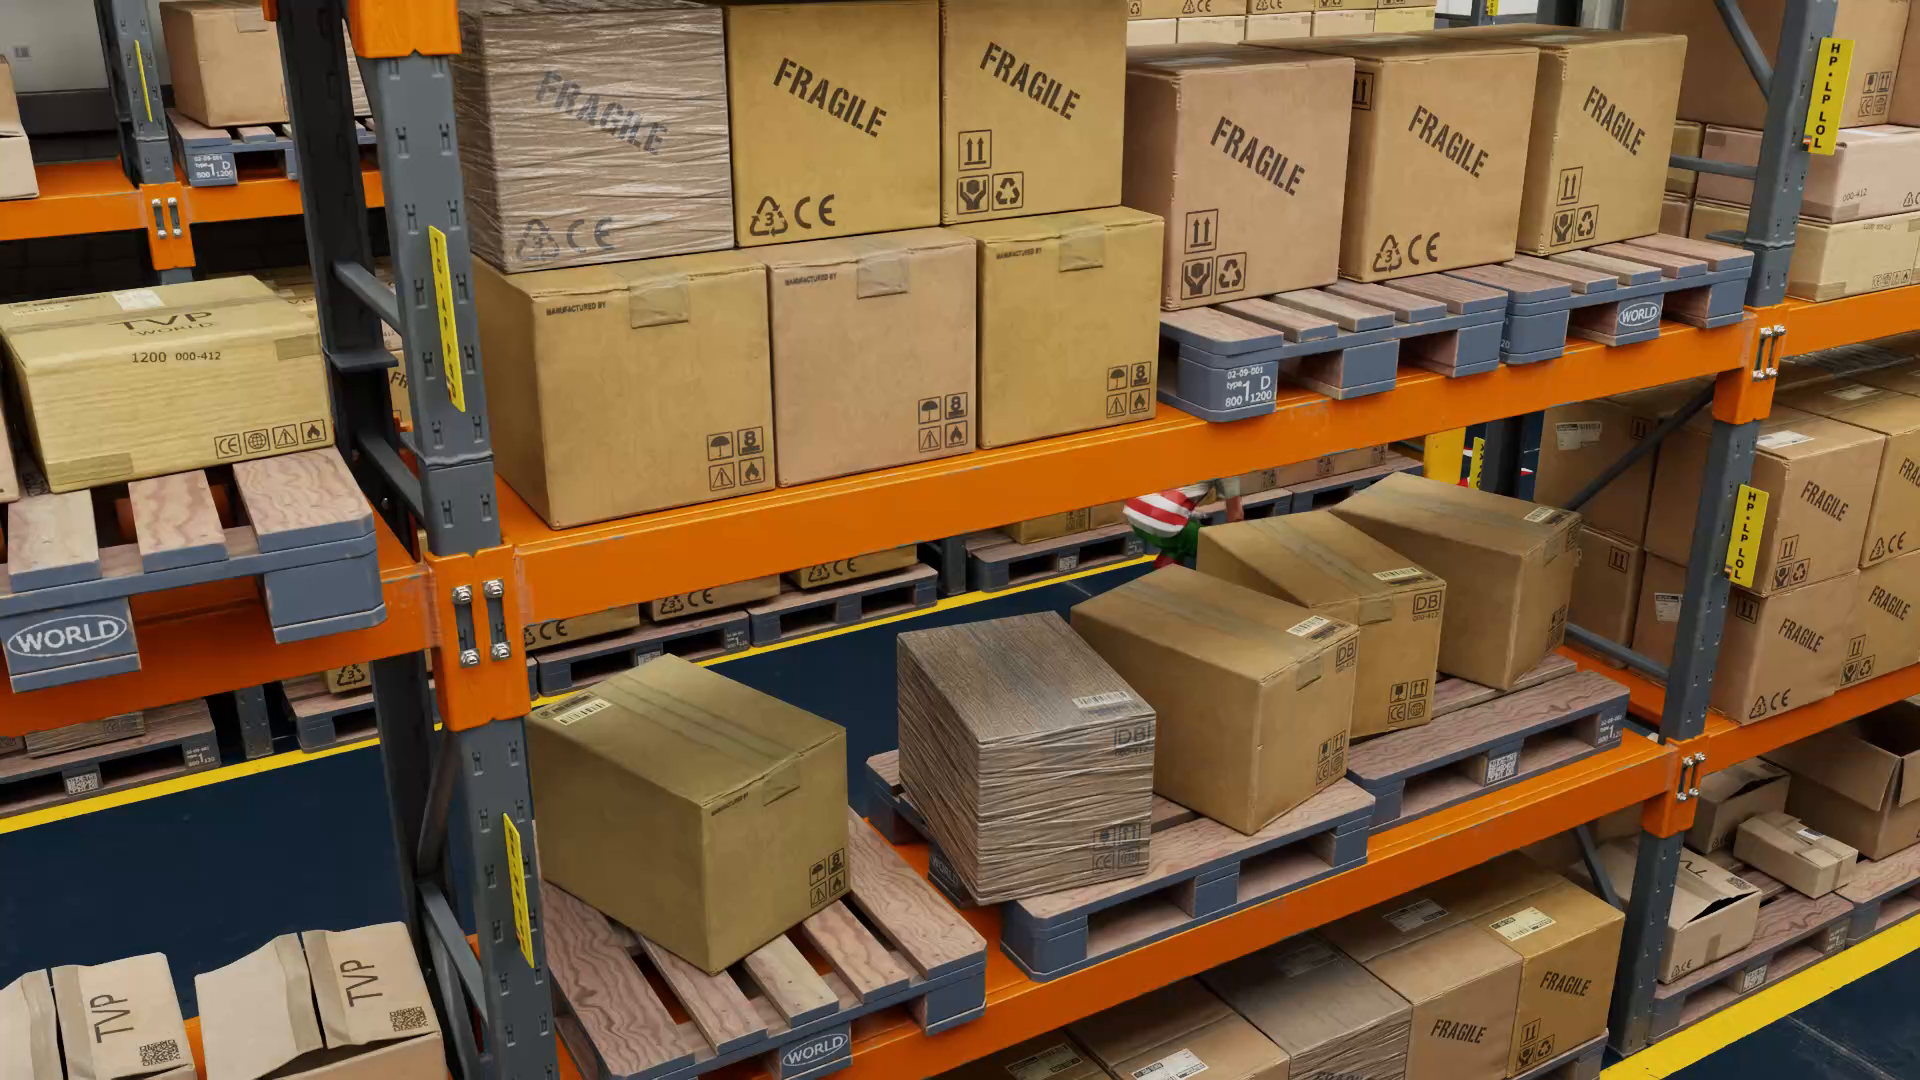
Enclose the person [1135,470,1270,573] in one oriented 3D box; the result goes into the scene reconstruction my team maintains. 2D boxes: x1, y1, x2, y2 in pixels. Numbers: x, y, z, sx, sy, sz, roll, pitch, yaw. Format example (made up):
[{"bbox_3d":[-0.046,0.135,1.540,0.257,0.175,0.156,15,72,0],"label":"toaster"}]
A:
[{"bbox_3d":[1.422,-0.038,9.701,0.952,1.010,0.526,-14,25,-31],"label":"person"}]
